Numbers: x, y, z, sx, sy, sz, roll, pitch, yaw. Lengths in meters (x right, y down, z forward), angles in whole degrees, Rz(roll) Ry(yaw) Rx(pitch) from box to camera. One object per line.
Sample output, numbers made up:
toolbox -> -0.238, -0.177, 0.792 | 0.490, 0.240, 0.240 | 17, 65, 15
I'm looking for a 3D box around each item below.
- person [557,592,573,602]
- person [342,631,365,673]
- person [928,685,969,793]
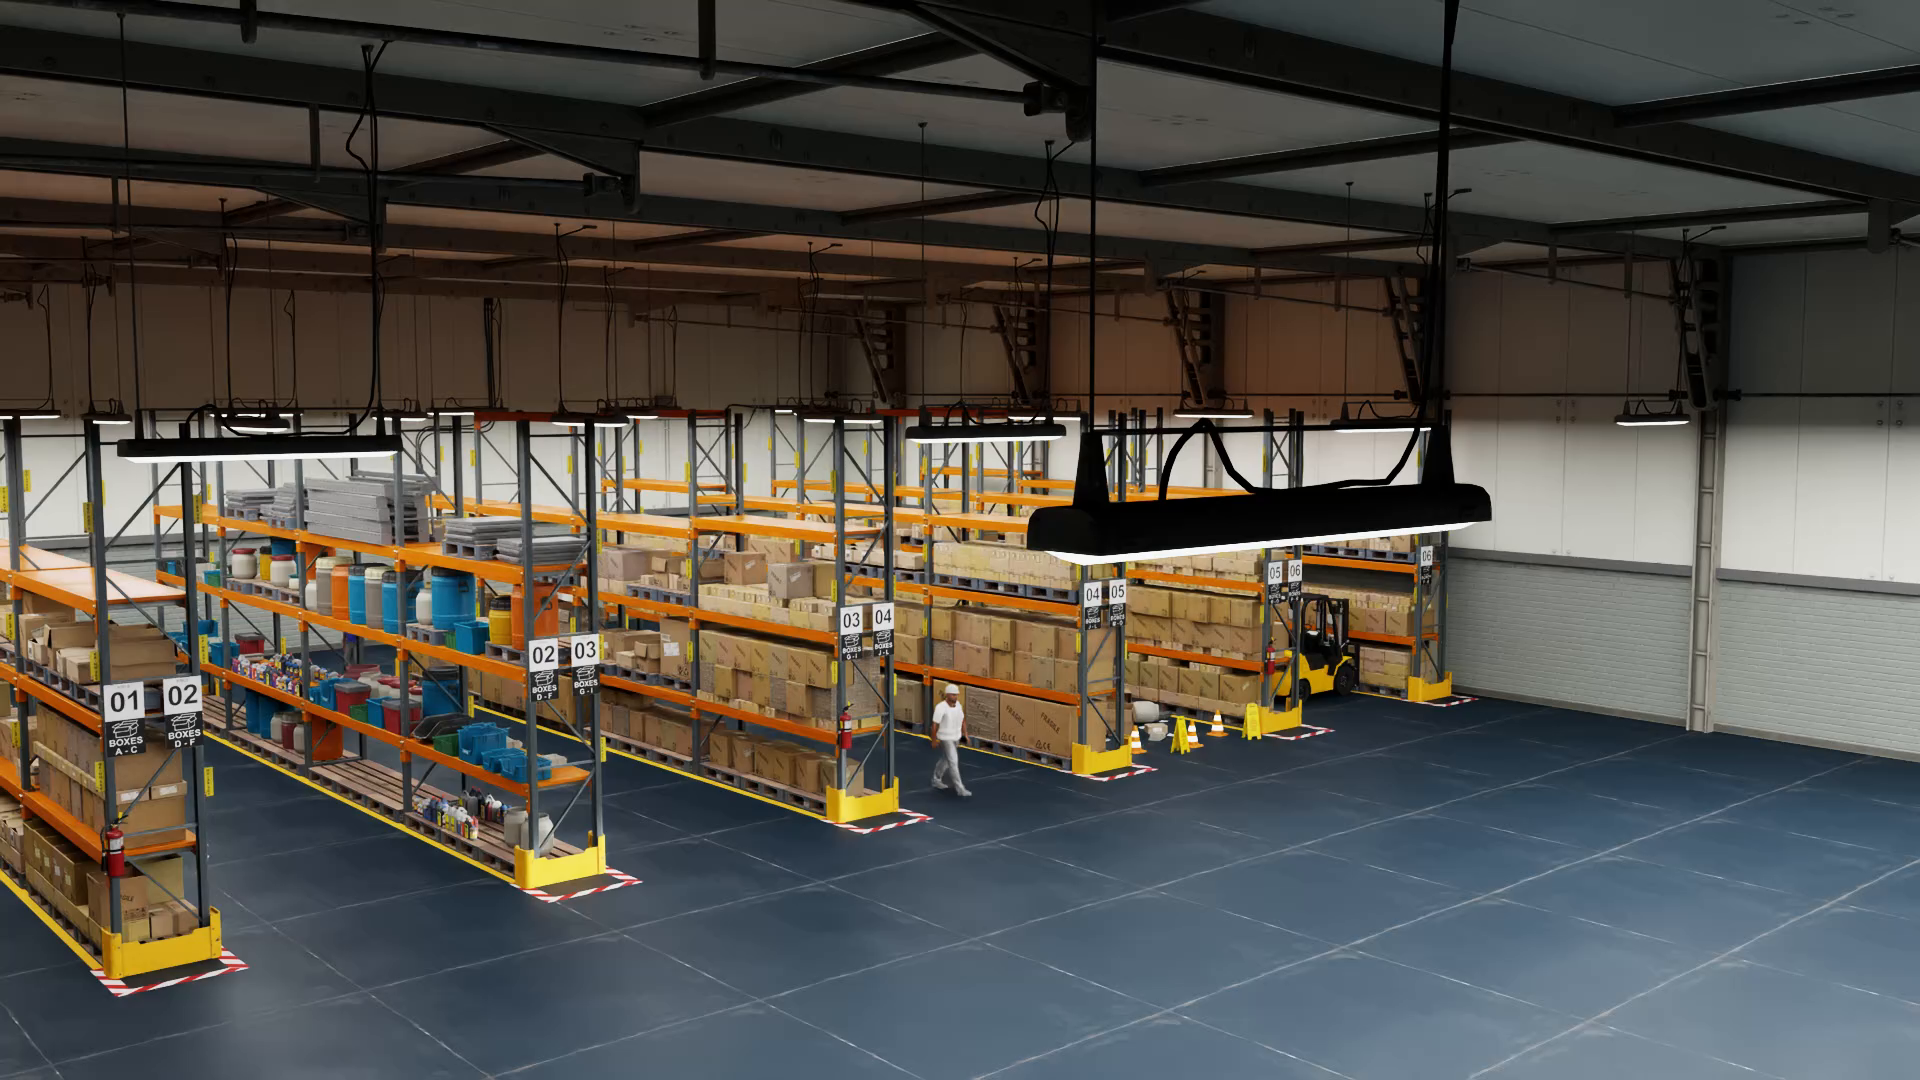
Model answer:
person -> -10.212, 1.691, 42.842 | 0.646, 1.772, 0.792 | 1, 5, 14
person -> -13.163, 2.385, 36.061 | 0.444, 1.548, 0.482 | -3, 6, -32
person -> -0.187, 3.115, 26.375 | 0.846, 1.655, 0.576 | 3, 6, 29
